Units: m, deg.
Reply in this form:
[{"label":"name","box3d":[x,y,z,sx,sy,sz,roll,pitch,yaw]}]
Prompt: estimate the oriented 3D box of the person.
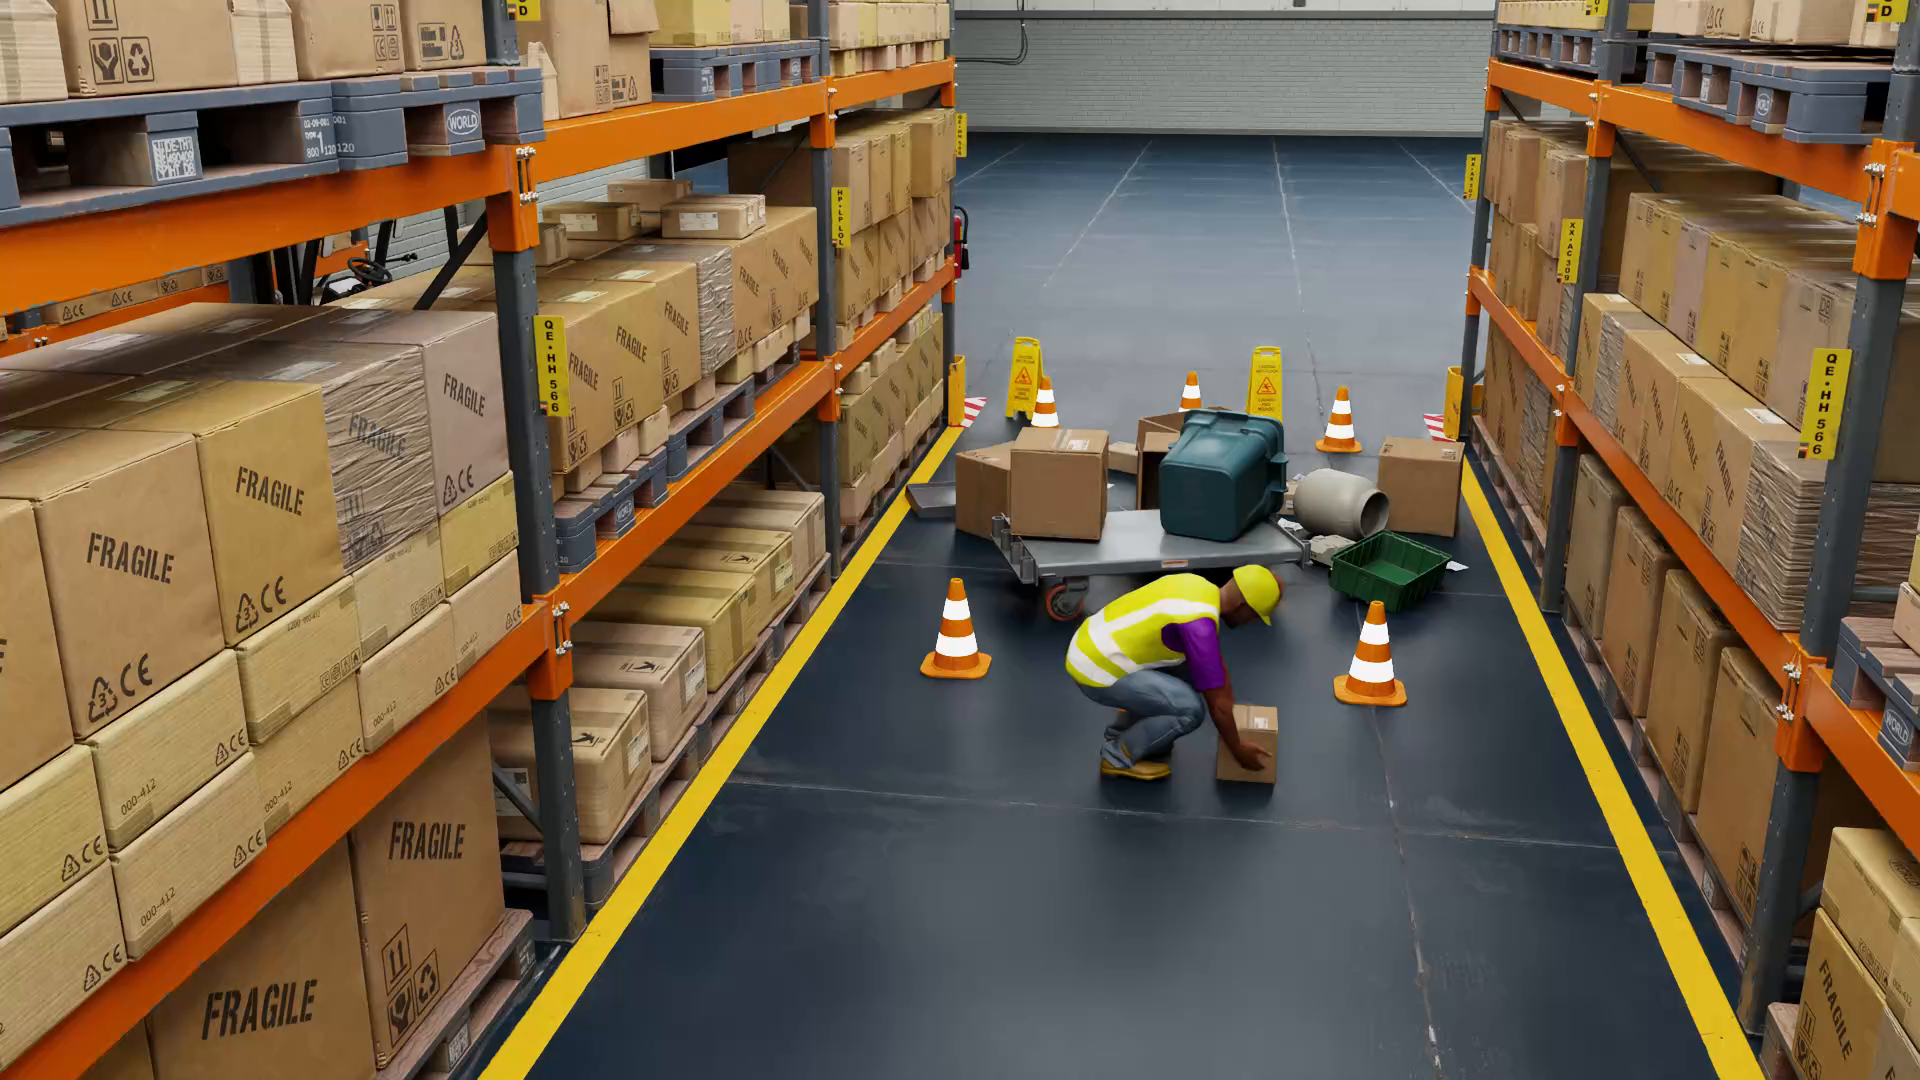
[{"label":"person","box3d":[0.913,0.539,7.219,0.897,0.926,0.568,3,18,9]}]
